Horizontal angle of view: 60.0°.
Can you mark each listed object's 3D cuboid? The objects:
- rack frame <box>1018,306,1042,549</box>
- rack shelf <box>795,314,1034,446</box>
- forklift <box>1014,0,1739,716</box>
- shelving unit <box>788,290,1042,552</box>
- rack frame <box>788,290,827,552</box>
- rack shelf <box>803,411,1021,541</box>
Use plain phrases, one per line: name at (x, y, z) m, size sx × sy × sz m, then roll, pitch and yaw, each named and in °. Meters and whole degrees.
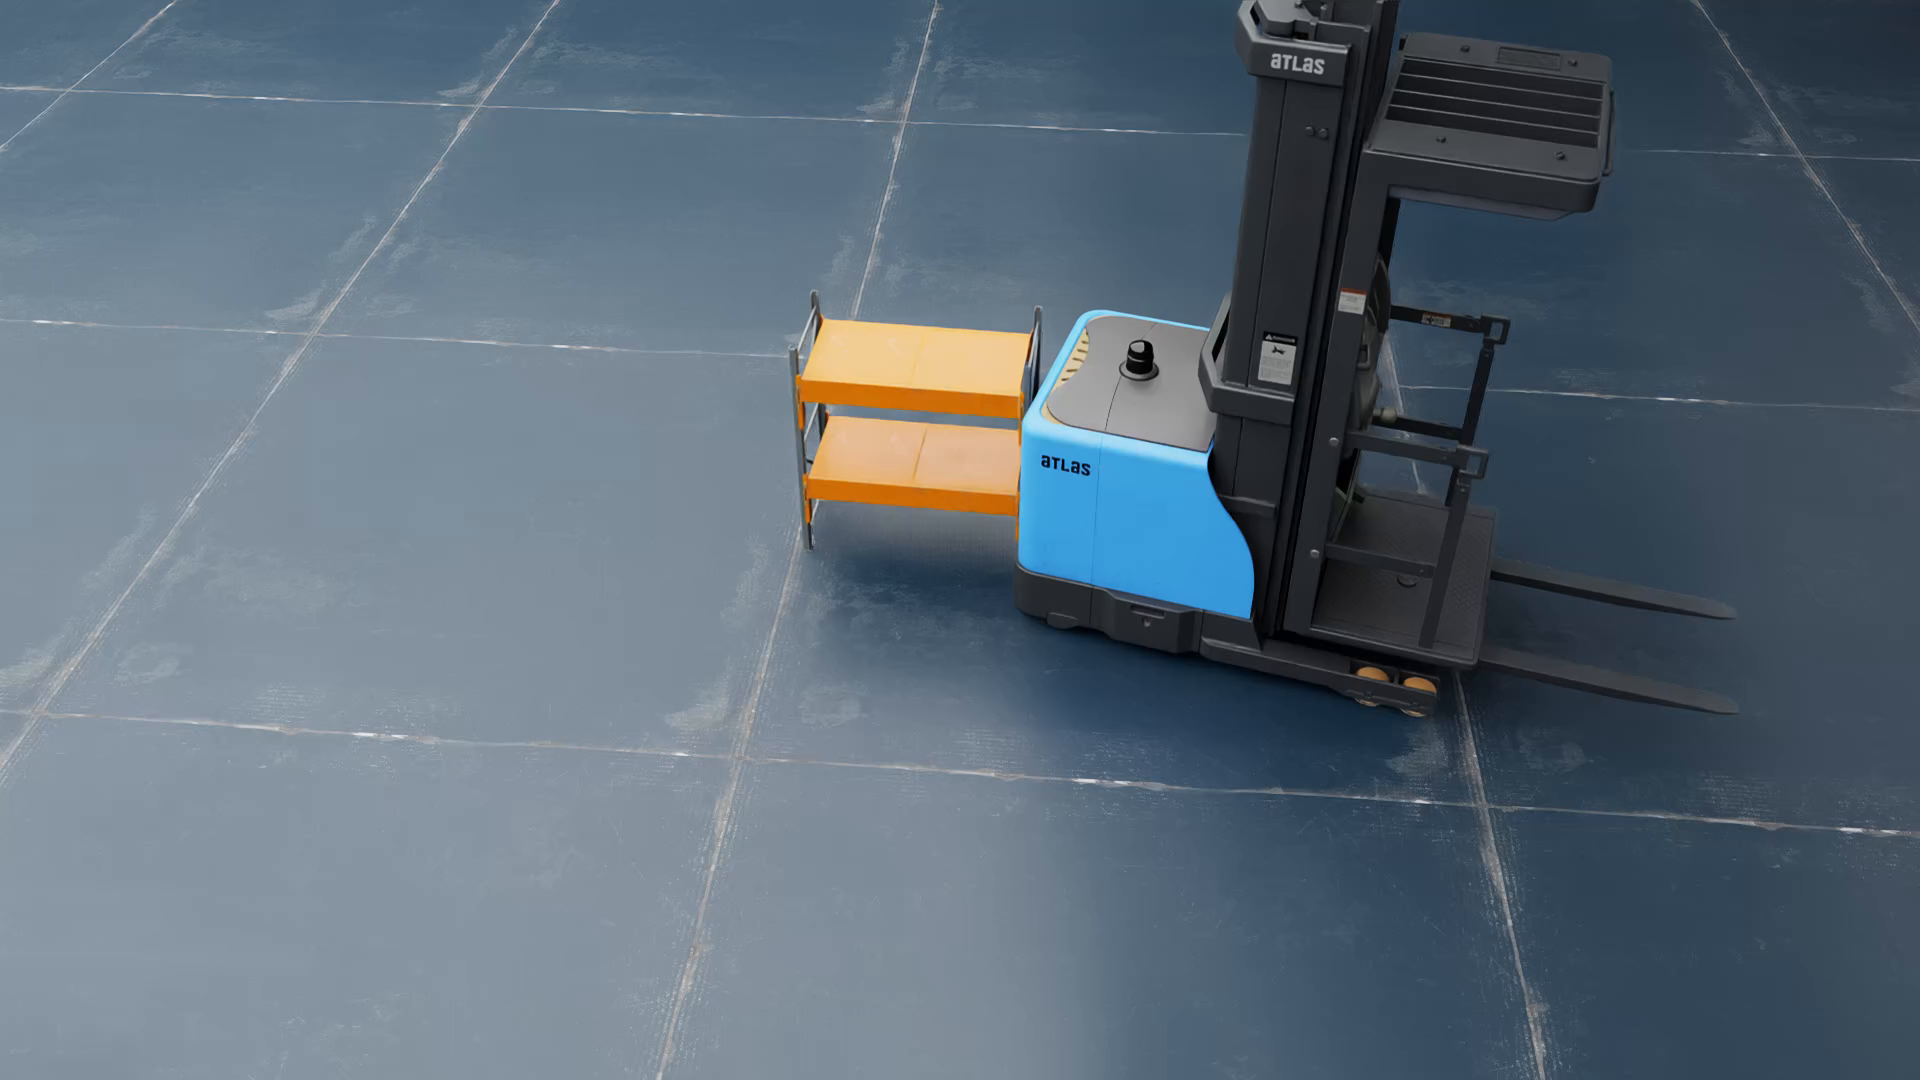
rack frame at (0.318, -0.452, 7.585) m, size 0.032 × 1.125 × 0.500 m, roll 5°, pitch 39°, yaw 6°
rack shelf at (-0.185, -0.722, 7.453) m, size 1.000 × 0.278 × 0.538 m, roll 5°, pitch 39°, yaw 6°
forklift at (1.817, -0.773, 6.548) m, size 3.031 × 2.935 × 1.130 m, roll 12°, pitch 41°, yaw 15°
shelving unit at (-0.185, -0.495, 7.638) m, size 1.048 × 1.125 × 0.538 m, roll 5°, pitch 39°, yaw 6°
rack frame at (-0.689, -0.539, 7.692) m, size 0.032 × 1.125 × 0.500 m, roll 5°, pitch 39°, yaw 6°
rack shelf at (-0.185, -0.306, 7.792) m, size 1.000 × 0.278 × 0.538 m, roll 5°, pitch 39°, yaw 6°
